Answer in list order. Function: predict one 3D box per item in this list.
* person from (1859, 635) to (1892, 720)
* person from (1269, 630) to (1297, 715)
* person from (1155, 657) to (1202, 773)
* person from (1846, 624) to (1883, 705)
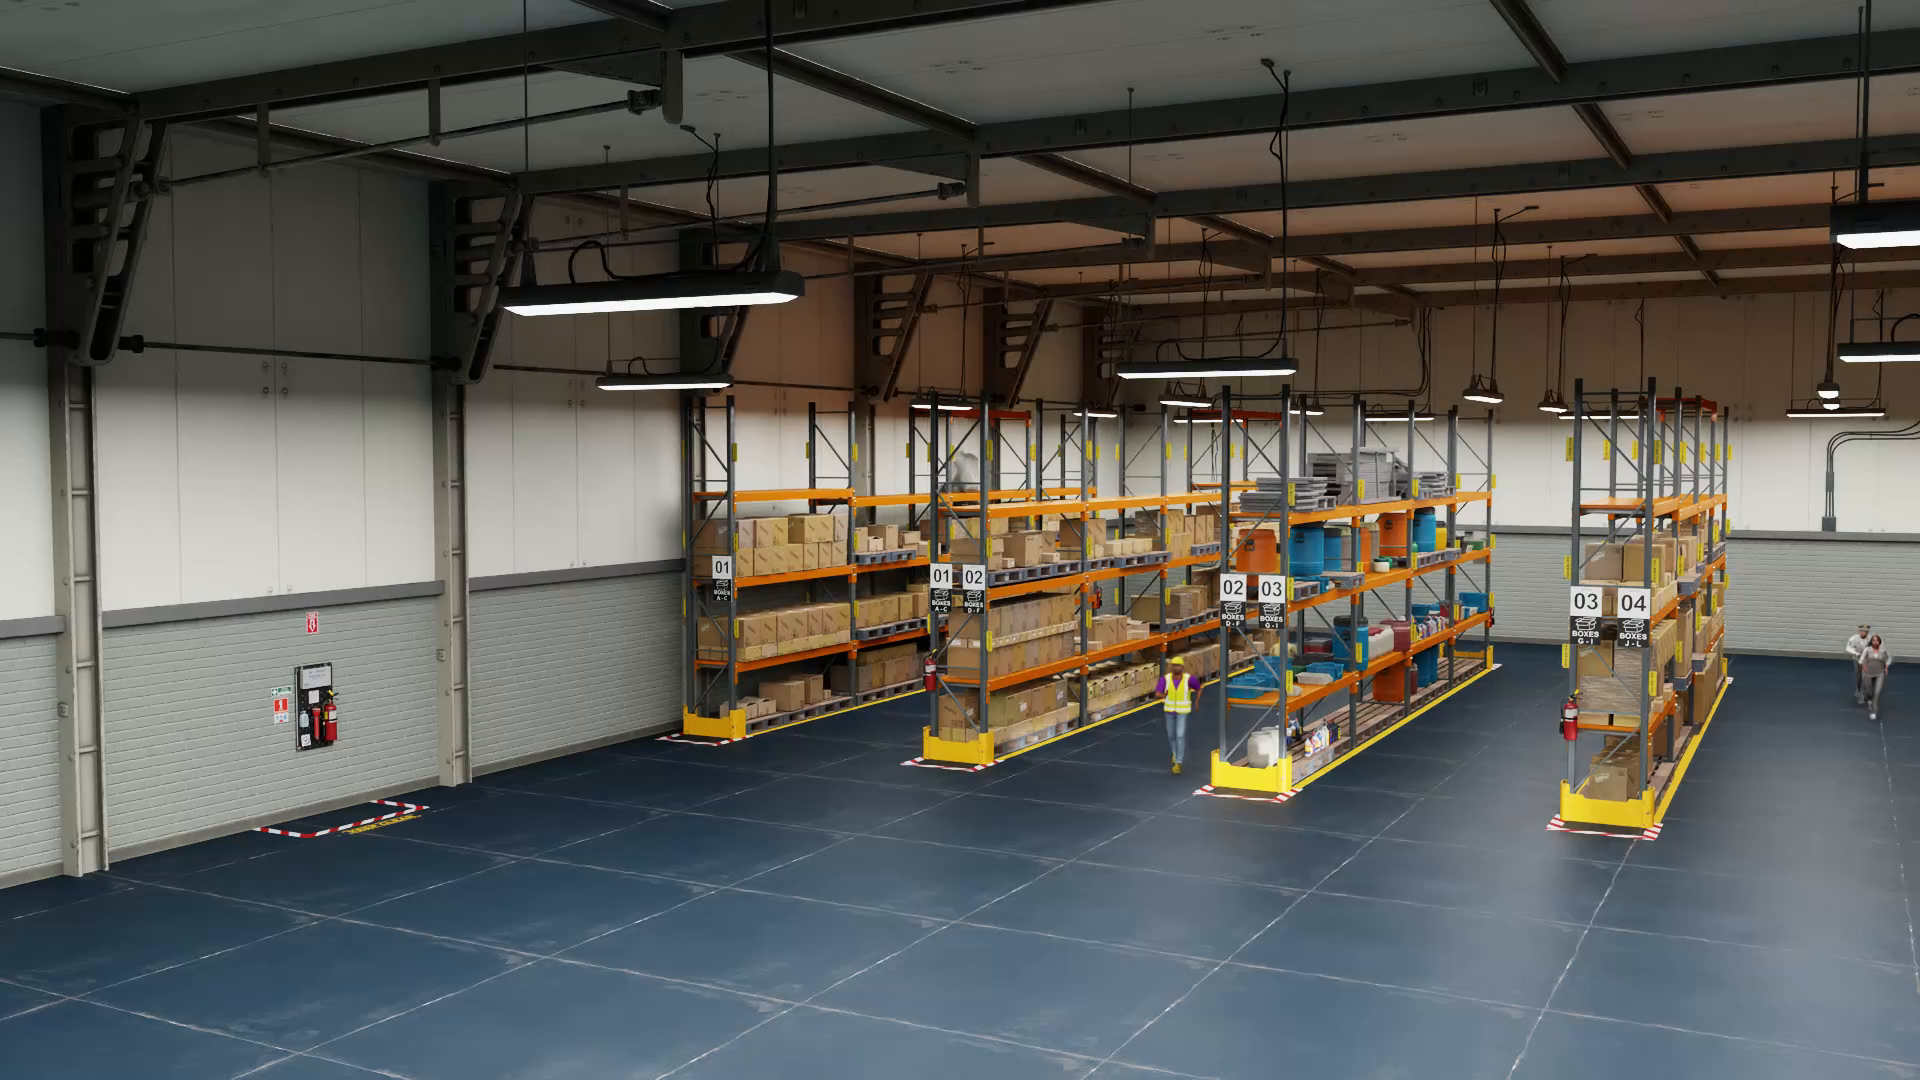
[{"bbox_3d":[17.271,2.588,31.394,0.546,1.583,0.751,2,3,27],"label":"person"},{"bbox_3d":[6.111,2.521,31.526,0.606,1.629,0.544,2,3,30],"label":"person"},{"bbox_3d":[3.416,2.713,26.169,0.697,1.759,0.977,1,3,20],"label":"person"},{"bbox_3d":[18.133,2.479,33.376,0.655,1.637,0.942,1,3,26],"label":"person"}]
